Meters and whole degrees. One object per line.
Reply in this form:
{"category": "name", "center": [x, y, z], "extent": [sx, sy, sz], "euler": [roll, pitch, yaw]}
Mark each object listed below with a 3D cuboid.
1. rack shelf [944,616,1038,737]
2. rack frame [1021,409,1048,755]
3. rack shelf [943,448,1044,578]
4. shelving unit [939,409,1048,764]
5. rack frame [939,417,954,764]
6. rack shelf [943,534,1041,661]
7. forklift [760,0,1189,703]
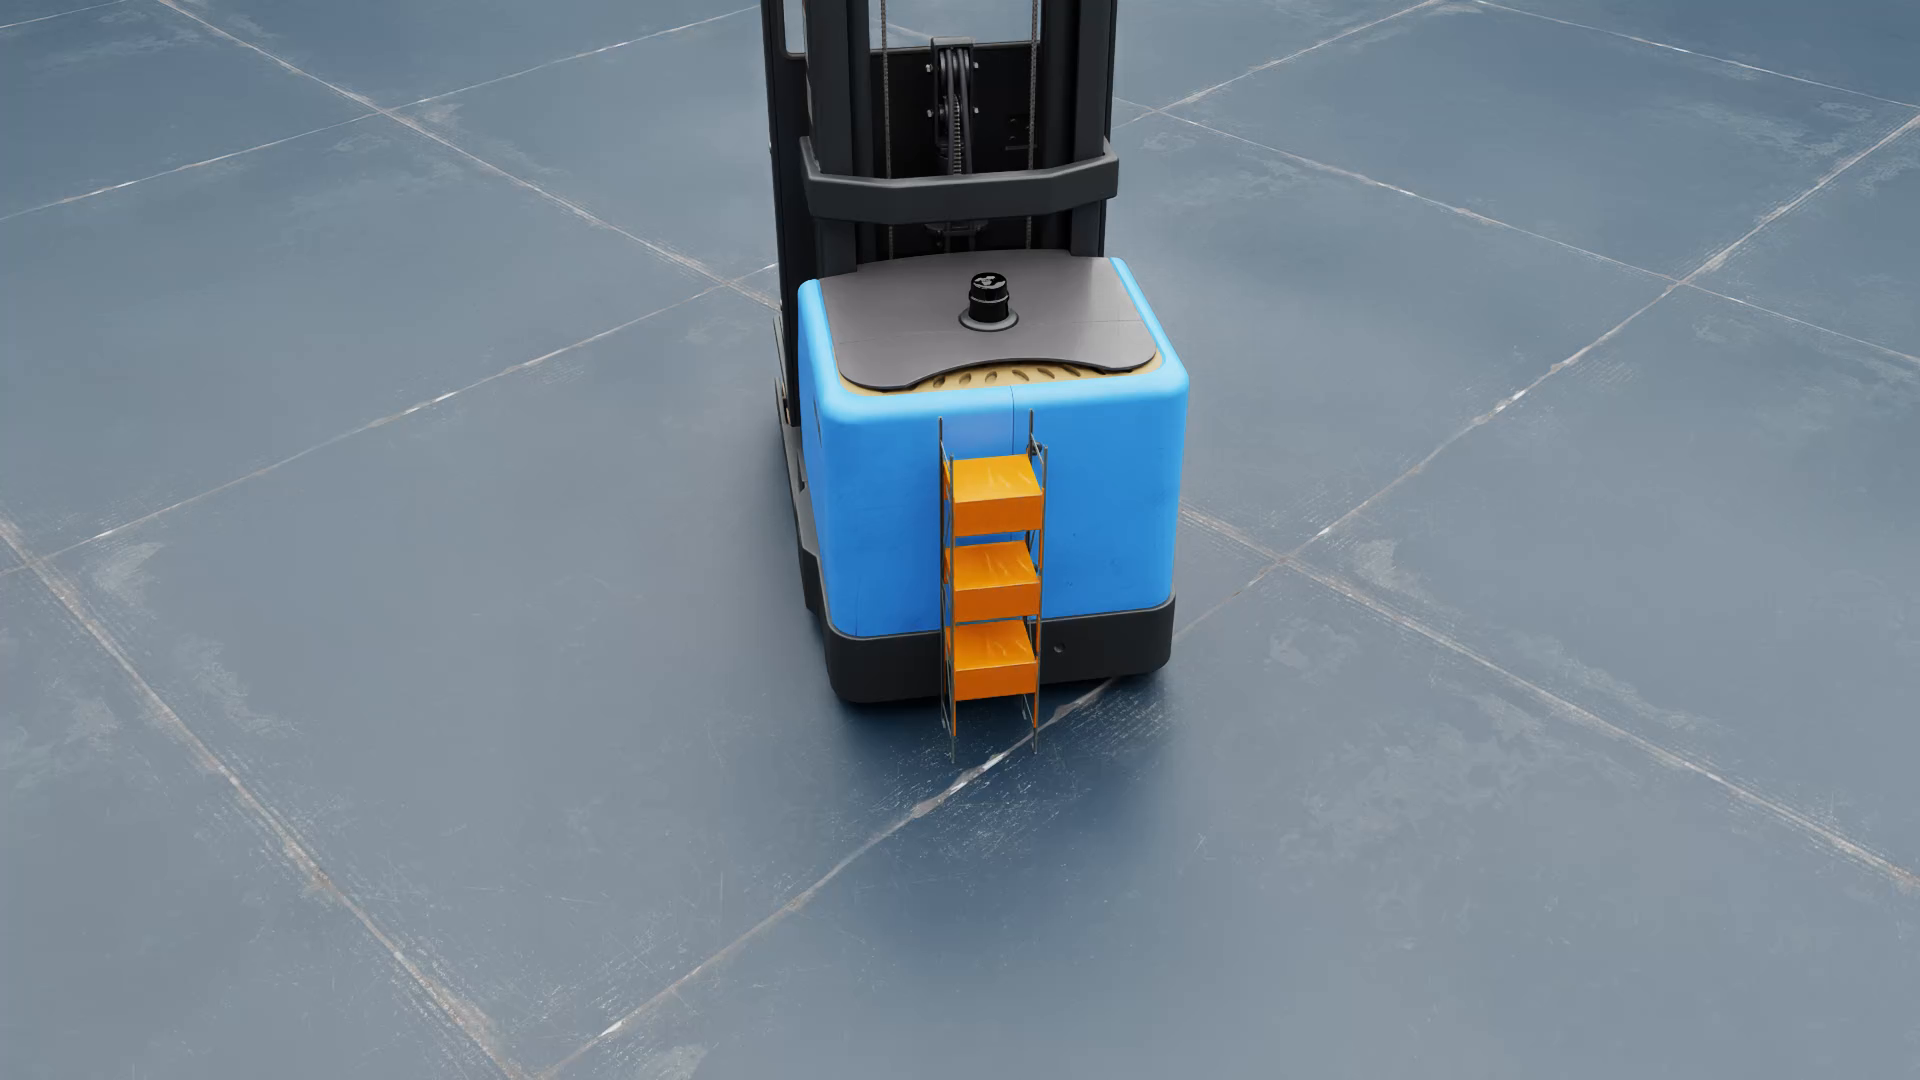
{"category": "rack shelf", "center": [0.084, 0.387, 4.781], "extent": [0.240, 0.259, 0.215], "euler": [-5, 35, -8]}
{"category": "rack frame", "center": [0.204, 0.139, 4.633], "extent": [0.008, 1.050, 0.200], "euler": [-5, 35, -8]}
{"category": "rack shelf", "center": [0.084, -0.073, 4.460], "extent": [0.240, 0.259, 0.215], "euler": [-5, 35, -8]}
{"category": "shelving unit", "center": [0.084, 0.151, 4.616], "extent": [0.252, 1.050, 0.215], "euler": [-5, 35, -8]}
{"category": "rack frame", "center": [-0.036, 0.162, 4.600], "extent": [0.008, 1.050, 0.200], "euler": [-5, 35, -8]}
{"category": "rack shelf", "center": [0.084, 0.159, 4.622], "extent": [0.240, 0.259, 0.215], "euler": [-5, 35, -8]}
{"category": "forklift", "center": [-0.102, -1.553, 5.415], "extent": [1.130, 2.935, 3.031], "euler": [-5, 35, -8]}
